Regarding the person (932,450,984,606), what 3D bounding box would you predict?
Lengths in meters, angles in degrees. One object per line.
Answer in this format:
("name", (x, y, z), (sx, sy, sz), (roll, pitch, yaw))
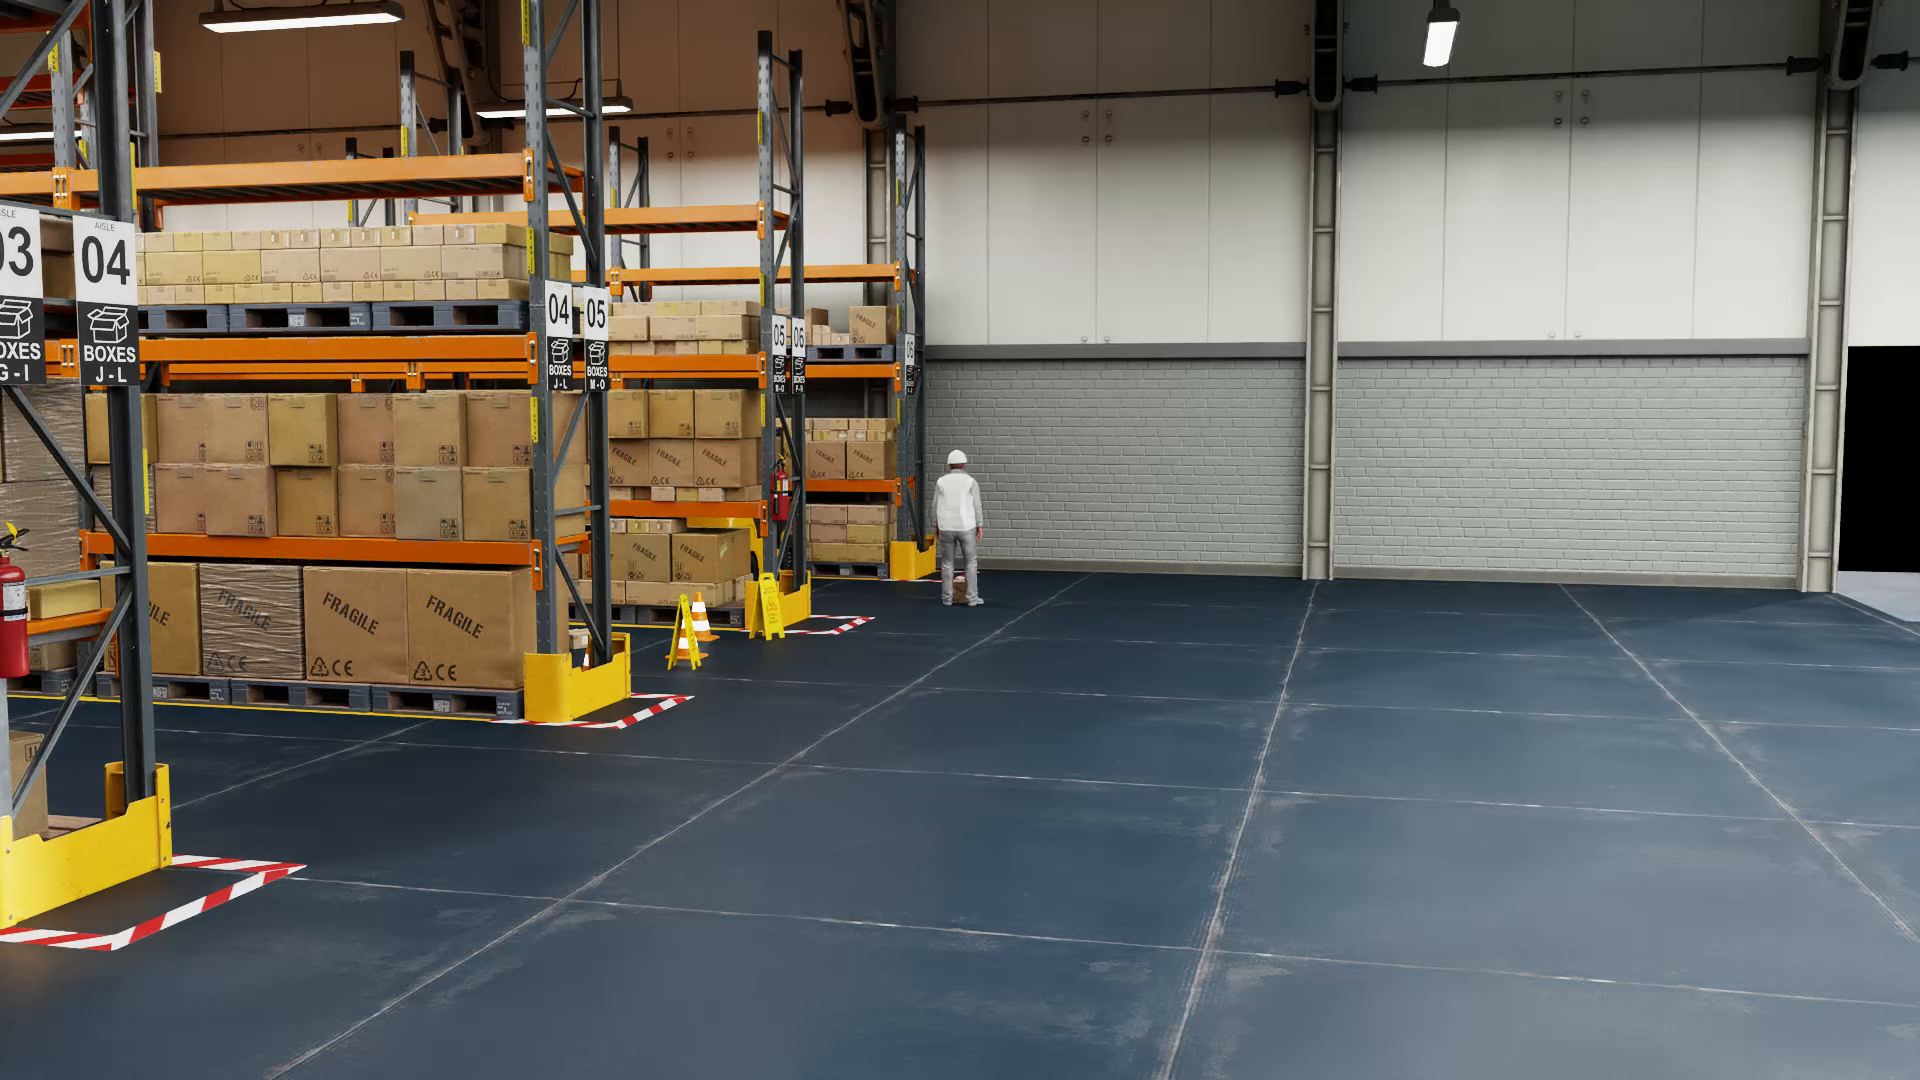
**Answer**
("person", (-0.023, -0.141, 19.038), (0.583, 1.771, 0.466), (1, 5, 13))
